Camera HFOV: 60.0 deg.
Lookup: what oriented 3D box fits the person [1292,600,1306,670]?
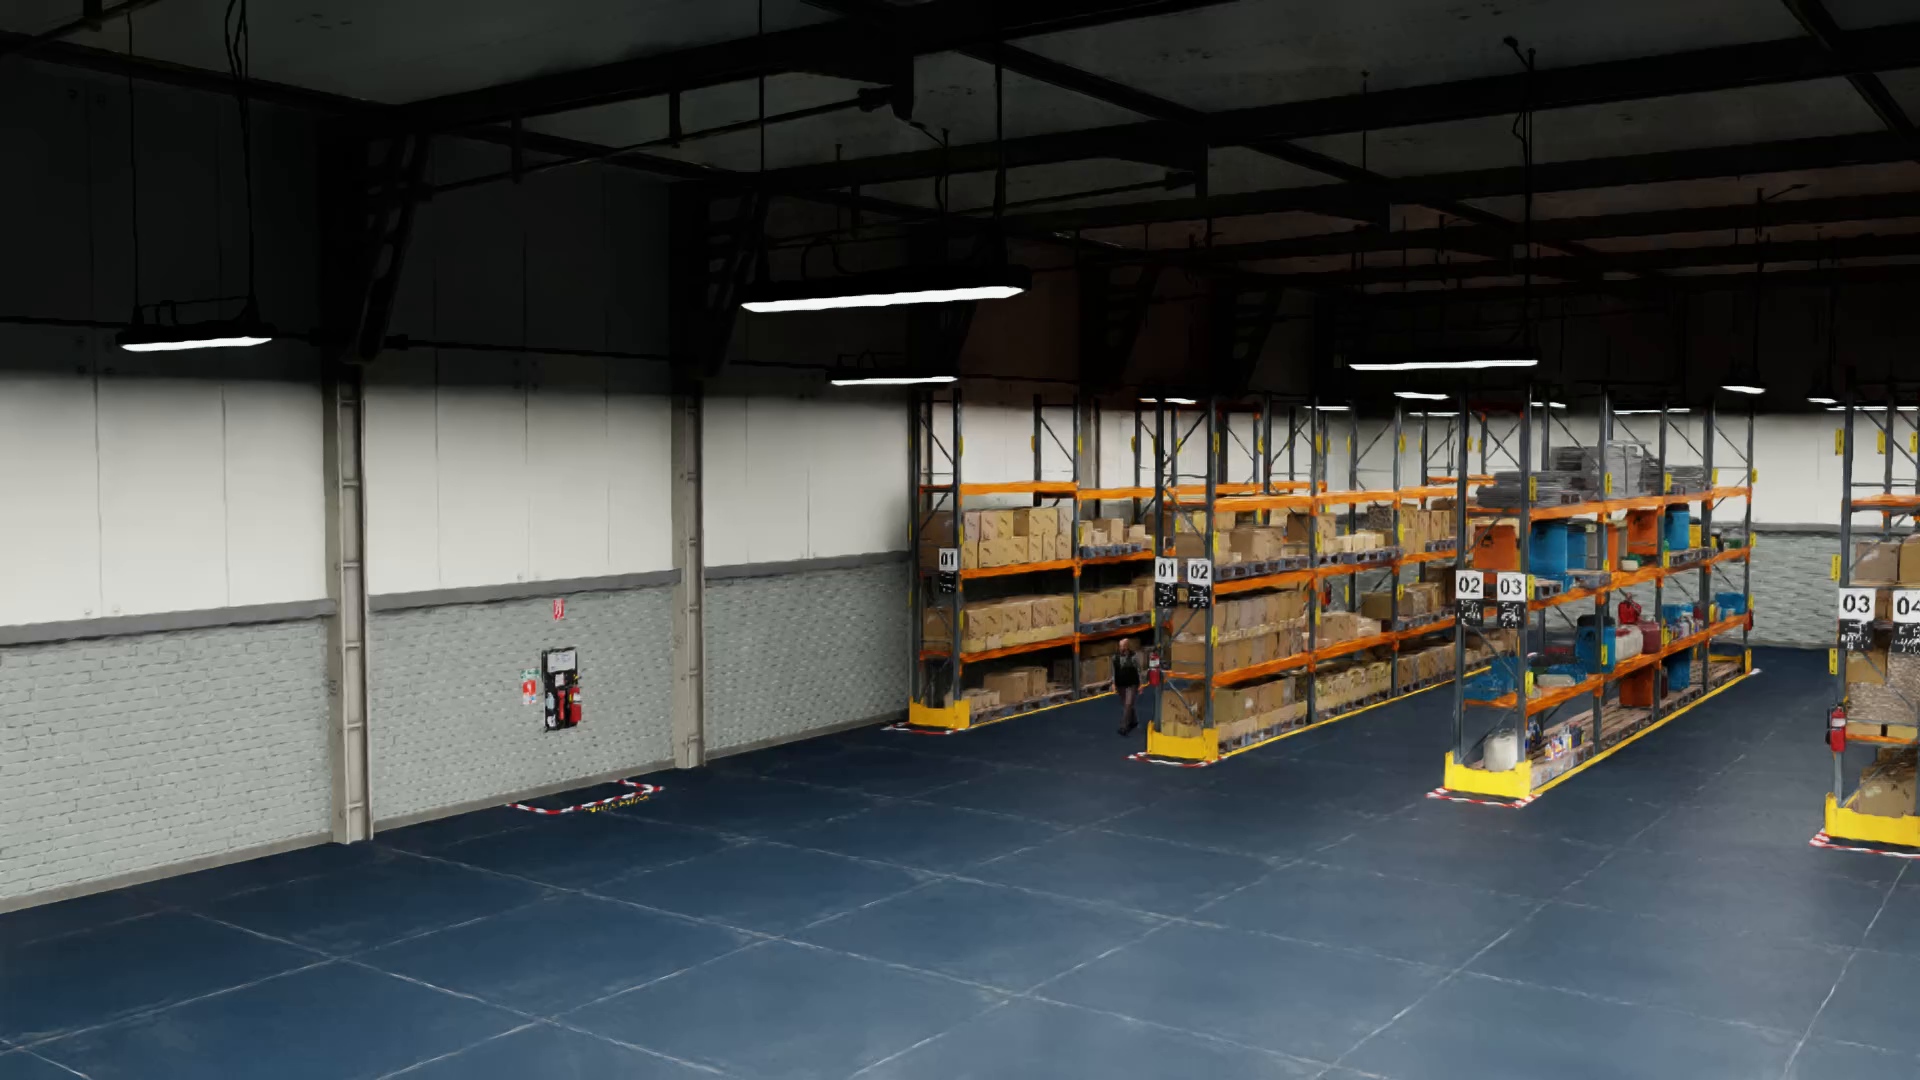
[{"bbox_3d":[7.328,2.121,35.690,0.426,1.676,0.498,0,3,8],"label":"person"}]

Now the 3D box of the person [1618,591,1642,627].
[{"bbox_3d":[15.316,1.993,38.075,0.540,1.646,1.130,2,4,33],"label":"person"}]

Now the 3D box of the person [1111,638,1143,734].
[{"bbox_3d":[2.865,2.513,28.938,0.546,1.642,1.106,2,4,33],"label":"person"}]
